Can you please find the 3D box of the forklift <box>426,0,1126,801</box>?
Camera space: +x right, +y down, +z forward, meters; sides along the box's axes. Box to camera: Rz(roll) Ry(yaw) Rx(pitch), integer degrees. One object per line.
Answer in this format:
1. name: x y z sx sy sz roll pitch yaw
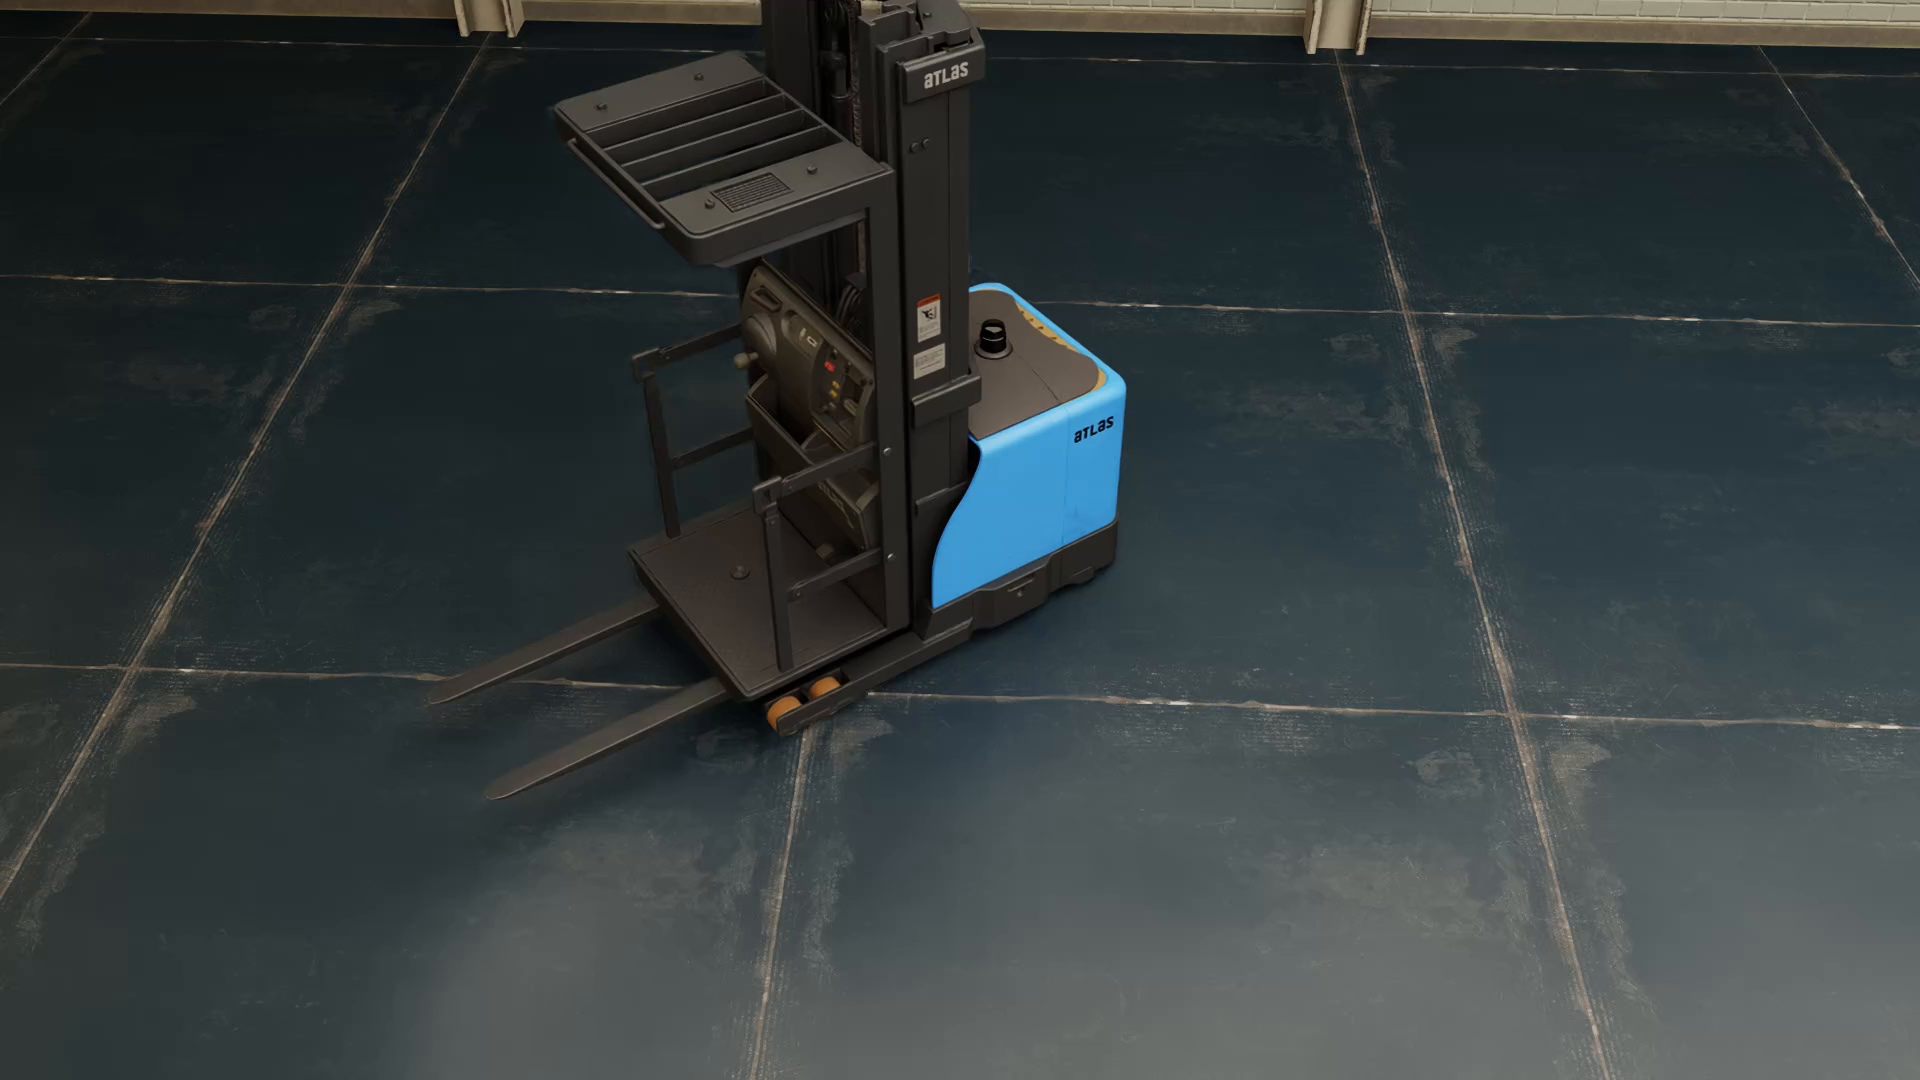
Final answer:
1. forklift: -0.777 -0.667 6.473 3.031 2.935 1.130 -25 48 -25
